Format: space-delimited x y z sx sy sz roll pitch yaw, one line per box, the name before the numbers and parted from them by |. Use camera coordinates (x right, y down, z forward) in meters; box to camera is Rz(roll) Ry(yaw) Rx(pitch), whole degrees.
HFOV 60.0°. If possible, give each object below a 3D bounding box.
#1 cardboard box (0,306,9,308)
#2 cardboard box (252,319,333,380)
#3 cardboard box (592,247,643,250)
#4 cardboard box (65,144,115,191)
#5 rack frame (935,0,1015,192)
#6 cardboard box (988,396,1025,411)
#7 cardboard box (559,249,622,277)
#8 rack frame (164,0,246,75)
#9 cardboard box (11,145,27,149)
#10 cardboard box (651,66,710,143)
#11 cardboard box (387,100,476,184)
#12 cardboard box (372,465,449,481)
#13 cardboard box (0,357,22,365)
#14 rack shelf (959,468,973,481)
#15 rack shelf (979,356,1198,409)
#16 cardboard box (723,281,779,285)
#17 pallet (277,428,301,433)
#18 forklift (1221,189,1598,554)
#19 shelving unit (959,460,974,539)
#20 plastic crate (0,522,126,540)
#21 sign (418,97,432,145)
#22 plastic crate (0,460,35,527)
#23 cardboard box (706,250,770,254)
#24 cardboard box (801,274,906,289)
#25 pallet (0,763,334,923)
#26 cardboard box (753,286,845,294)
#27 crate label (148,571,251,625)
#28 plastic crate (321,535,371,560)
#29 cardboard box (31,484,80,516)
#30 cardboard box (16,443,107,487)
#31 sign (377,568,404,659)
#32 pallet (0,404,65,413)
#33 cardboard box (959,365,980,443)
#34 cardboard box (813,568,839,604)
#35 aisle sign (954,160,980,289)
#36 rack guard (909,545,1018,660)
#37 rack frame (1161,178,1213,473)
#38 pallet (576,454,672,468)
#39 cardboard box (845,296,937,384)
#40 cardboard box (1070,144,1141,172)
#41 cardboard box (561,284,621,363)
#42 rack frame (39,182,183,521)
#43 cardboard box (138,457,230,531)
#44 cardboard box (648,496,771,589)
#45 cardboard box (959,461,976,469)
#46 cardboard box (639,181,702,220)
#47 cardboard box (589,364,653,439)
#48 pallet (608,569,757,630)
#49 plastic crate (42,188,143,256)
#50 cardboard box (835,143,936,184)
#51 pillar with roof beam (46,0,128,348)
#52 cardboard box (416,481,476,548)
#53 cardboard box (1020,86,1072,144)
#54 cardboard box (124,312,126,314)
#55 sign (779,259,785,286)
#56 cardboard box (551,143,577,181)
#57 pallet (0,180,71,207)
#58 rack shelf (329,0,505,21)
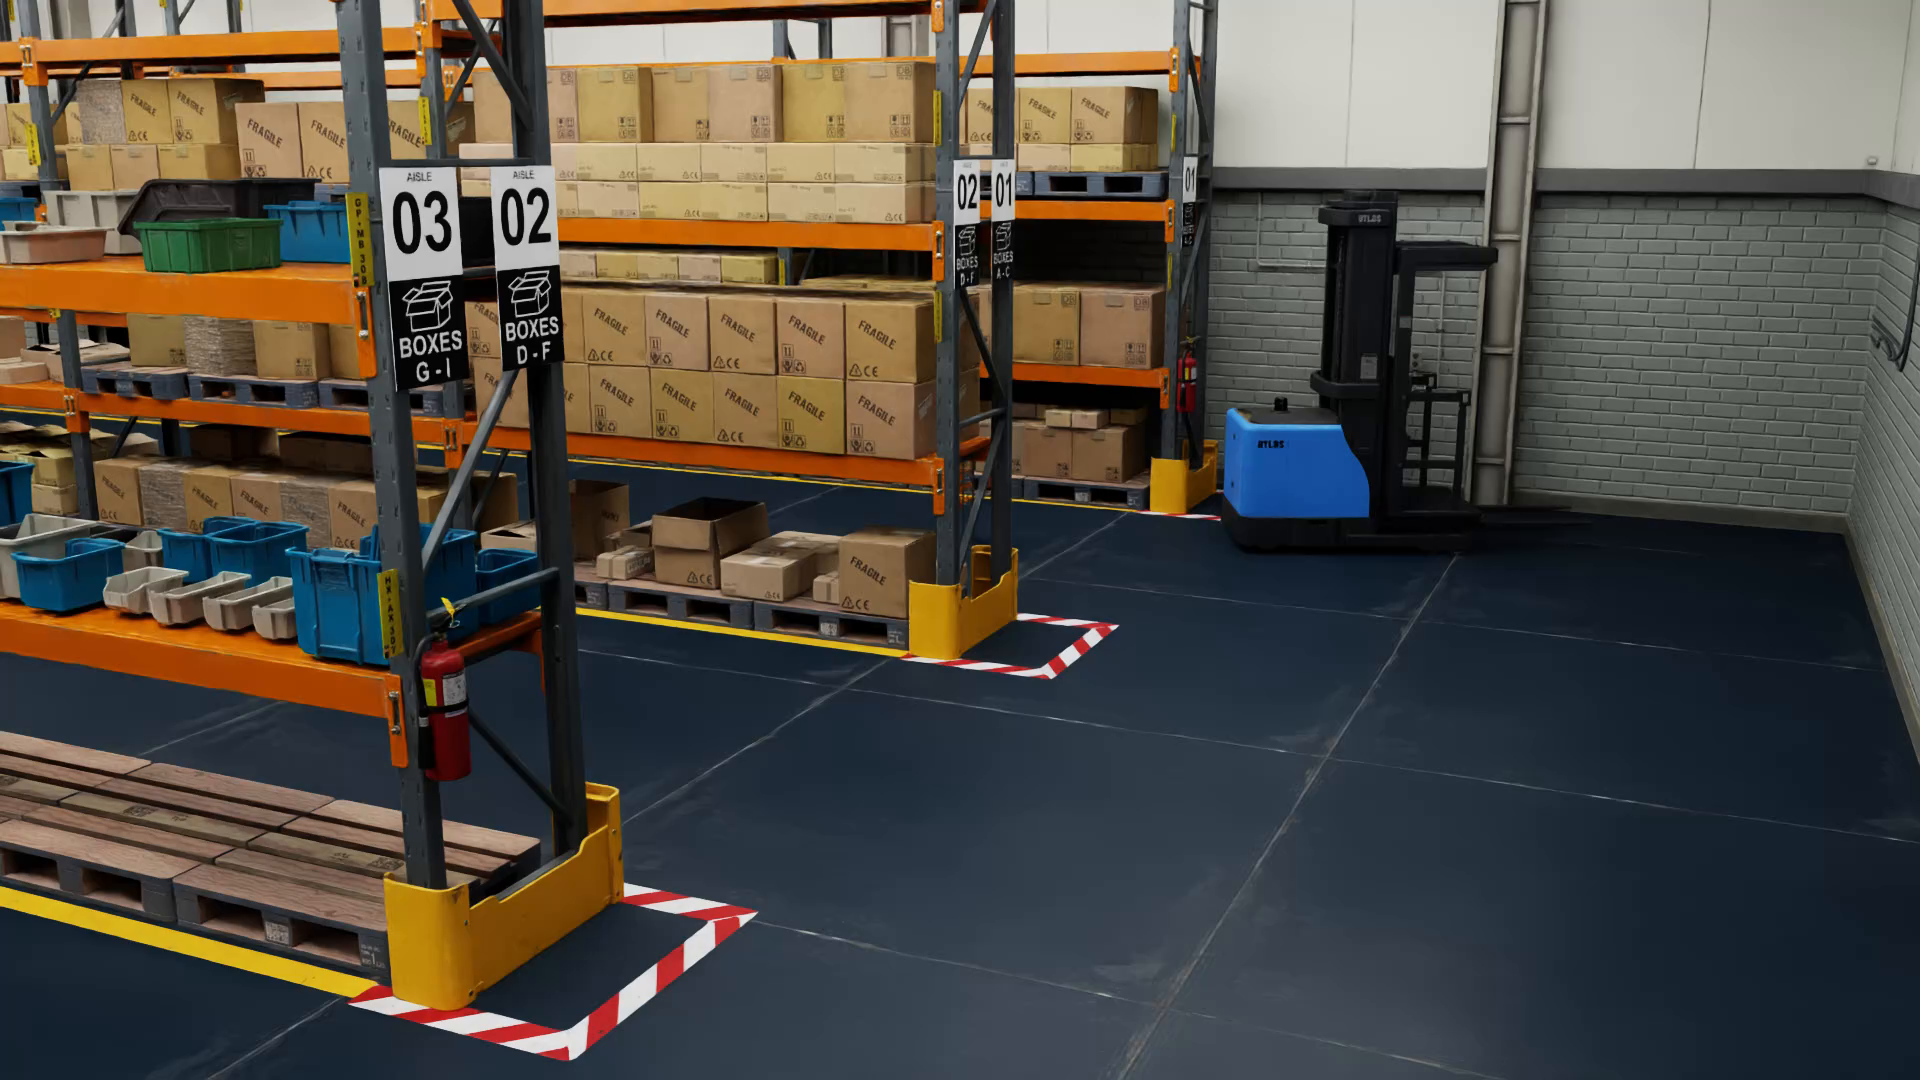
cardboard box | -12.202 -3.139 21.349 0.500 0.250 0.500 5 14 22
cardboard box | -5.192 -1.572 13.249 0.500 0.500 0.700 2 13 9
cardboard box | -3.746 -3.057 18.161 0.500 0.250 0.500 5 14 22
cardboard box | -6.796 -3.014 13.748 0.500 0.500 0.910 6 14 23
rack frame | 0.106 -3.719 10.404 0.127 3.000 1.000 6 14 23
cardboard box | 0.464 -1.327 16.477 0.250 0.149 0.380 6 14 24
cardboard box | -3.944 -2.951 17.708 0.500 0.250 0.500 6 14 24
rack frame | -8.863 -5.864 19.546 0.127 3.000 1.000 6 14 23
cardboard box | -11.362 -4.645 20.654 0.500 0.500 0.500 7 15 26
cardboard box | -1.713 -2.991 11.463 0.500 0.500 0.700 6 14 23
cardboard box | -3.982 -2.992 12.517 0.600 0.600 0.600 4 14 18
cardboard box | -4.387 -0.308 13.510 0.500 0.500 0.500 6 14 24
cardboard box | -8.397 -1.522 14.725 0.250 0.149 0.380 7 15 27
rack shelf | -0.013 -0.542 14.134 0.180 0.103 0.258 6 14 23
rack shelf | 0.280 -1.668 16.371 4.000 0.370 1.077 6 14 23
cardboard box | -2.072 -2.396 16.987 0.500 0.500 0.500 6 14 22
pallet | -8.150 -1.514 20.245 1.213 0.211 1.003 6 14 23
forklift | 3.818 -1.430 13.932 3.031 2.935 1.130 0 13 0
shelving unit | -0.013 -0.585 14.123 0.189 1.200 0.258 6 14 23
plastic crate | -4.429 0.018 8.081 0.590 0.125 0.437 6 14 23
sign | -3.773 -2.956 11.724 0.005 0.325 0.100 6 14 23
plastic crate | -4.996 -0.183 8.373 0.575 0.384 0.392 6 14 23
cardboard box | -2.344 -2.915 17.557 0.500 0.250 0.500 6 14 24
cardboard box | -1.059 -2.295 16.814 0.700 0.700 0.980 6 14 24
pallet | -3.754 1.396 7.842 1.213 0.211 1.003 6 14 23
cardboard box | -1.129 -1.524 11.774 0.500 0.500 0.500 6 14 24
crate label | -3.246 0.247 7.080 0.243 0.136 0.396 6 14 23
plastic crate | -2.598 0.136 7.344 0.300 0.233 0.416 6 14 23
cardboard box | -7.788 -0.402 14.500 0.500 0.250 0.500 6 15 25
cardboard box | -7.787 -0.674 14.433 0.500 0.311 0.500 6 15 25
sign | -2.112 0.273 6.167 0.005 0.325 0.100 6 14 23
pallet | -11.722 -1.866 21.746 1.213 0.211 1.003 6 14 23
cardboard box | -0.193 -0.943 11.487 0.500 0.500 0.500 6 15 24
cardboard box | -0.825 0.312 11.597 0.250 0.166 0.380 6 14 23
aisle sign | 0.044 -1.993 10.492 0.004 0.787 0.394 6 14 23
rack guard | 0.036 0.412 11.405 0.348 0.500 1.175 6 14 23
rack frame | 2.109 -1.833 15.500 0.127 3.000 1.000 6 14 23
pallet | -3.404 -1.014 18.113 1.213 0.211 1.003 6 14 23
cardboard box | -0.412 -1.317 10.894 0.500 0.500 0.500 6 14 23
cardboard box | 1.332 -3.486 15.167 0.500 0.250 0.500 6 15 25
cardboard box | -2.762 -1.553 11.901 0.500 0.500 0.500 5 14 21
rack frame | -7.208 -1.538 14.244 0.127 3.000 1.000 6 14 23
cardboard box | -6.427 -0.386 13.844 0.500 0.500 0.500 5 14 21
cardboard box | -1.831 0.006 12.165 0.637 0.503 0.797 6 14 23
cardboard box | 0.020 -1.005 16.523 0.500 0.500 0.700 6 15 25
cardboard box | -1.836 -2.319 11.335 0.500 0.250 0.500 6 14 23
cardboard box | -2.270 -1.019 11.813 0.500 0.500 0.500 6 14 23
pallet | -1.804 0.366 12.234 1.213 0.211 1.003 6 14 23
plastic crate | -3.805 -1.436 7.501 0.530 0.282 0.437 6 14 23
cardboard box | -0.467 -2.423 10.682 0.500 0.250 0.500 6 14 23
pillar with roof beam | -13.273 -5.451 17.786 0.400 9.000 9.100 6 14 23
cardboard box | -4.118 -0.151 12.841 0.500 0.500 0.500 6 14 23
cardboard box | 0.876 -3.898 15.282 0.500 0.500 0.500 6 15 25
cardboard box | -9.871 -2.908 20.367 0.500 0.250 0.500 6 14 23
sign | -1.759 -2.614 16.467 0.005 0.325 0.100 6 14 23
cardboard box | -2.749 -2.656 11.675 0.500 0.250 0.500 6 14 23
pallet | -7.865 -2.951 14.111 1.003 0.211 1.213 7 15 26
rack shelf | -3.732 -2.324 6.913 4.000 0.370 1.077 6 14 23
